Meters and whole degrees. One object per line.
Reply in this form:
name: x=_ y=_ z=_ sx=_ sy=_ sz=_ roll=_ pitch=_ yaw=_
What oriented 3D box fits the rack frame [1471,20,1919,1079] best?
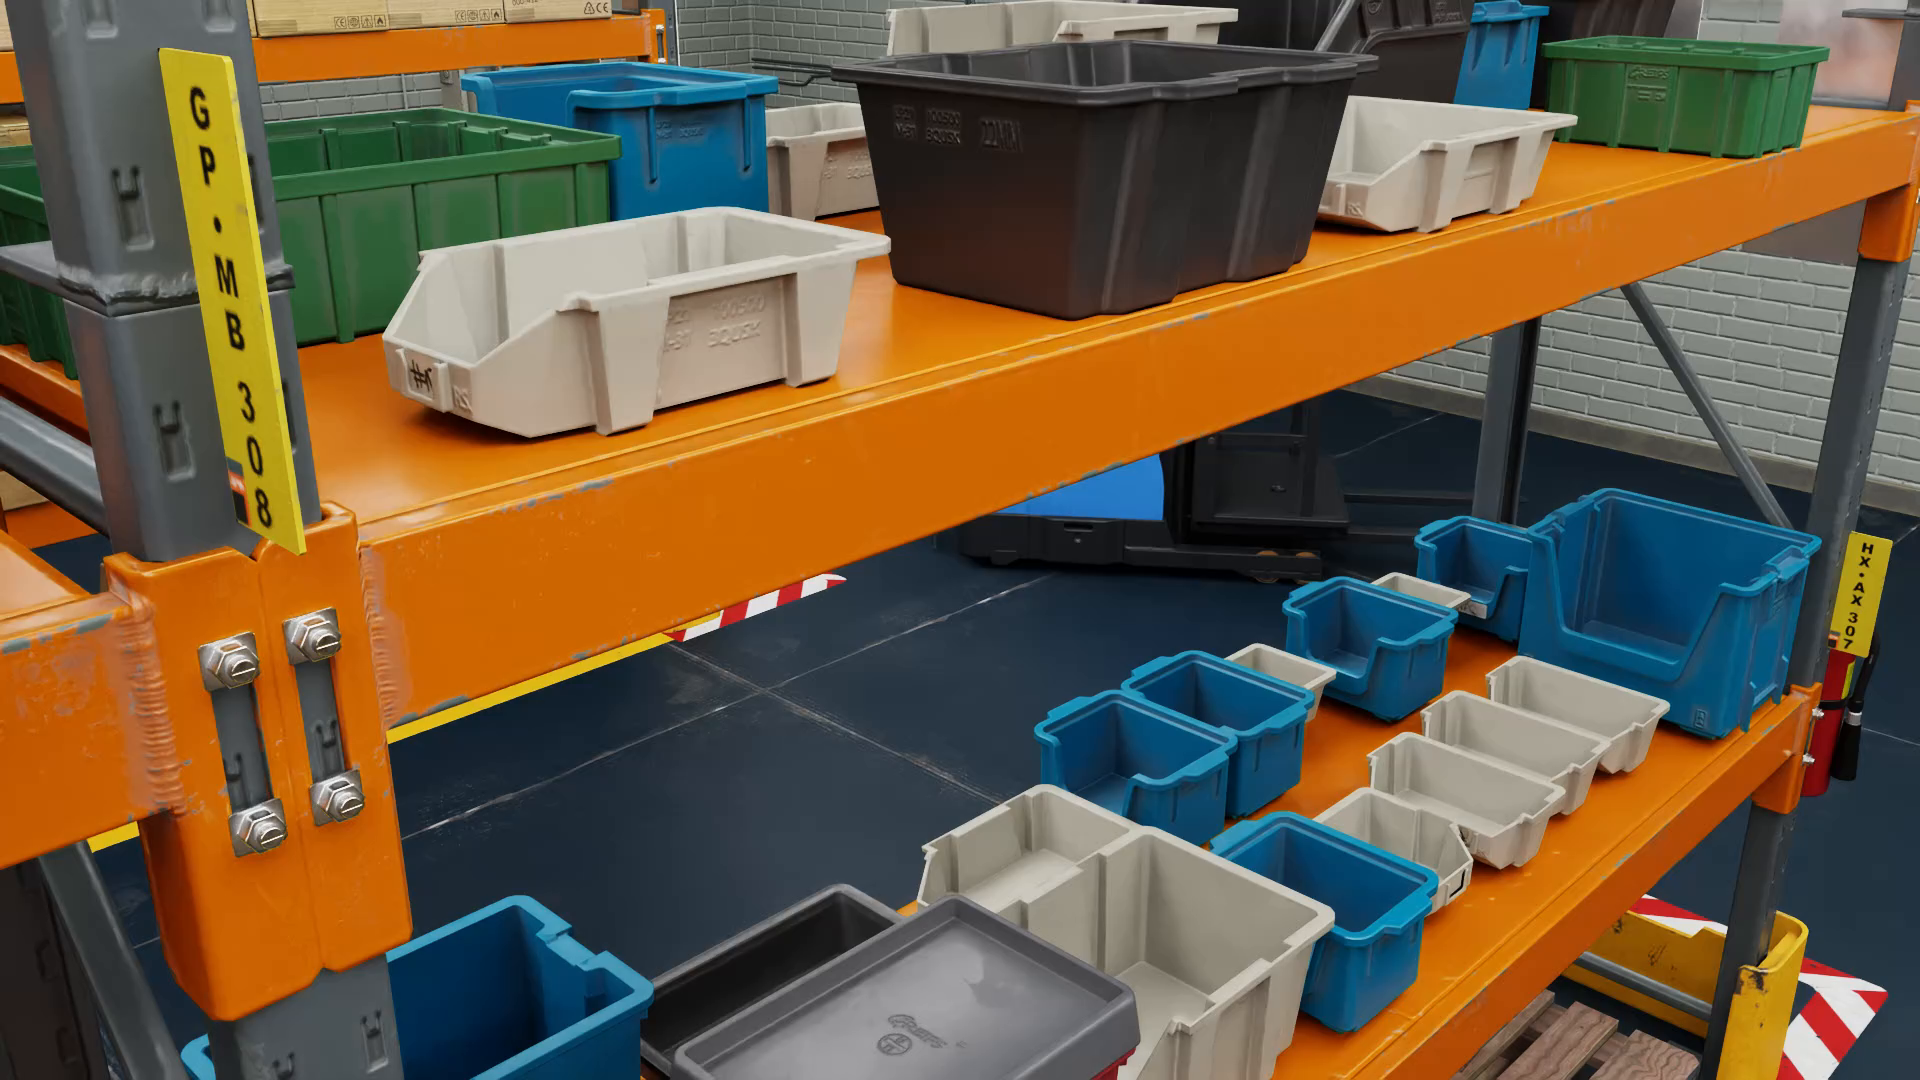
rack frame: x=1.918 y=0.085 z=4.674 sx=1.000 sy=3.000 sz=0.127 roll=19 pitch=28 yaw=41

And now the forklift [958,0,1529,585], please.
forklift: x=1.546 y=-1.340 z=8.474 sx=3.031 sy=2.935 sz=1.130 roll=3 pitch=21 yaw=7

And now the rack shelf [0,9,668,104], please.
rack shelf: x=-3.024 y=-1.706 z=6.155 sx=1.077 sy=0.370 sz=4.000 roll=19 pitch=28 yaw=41

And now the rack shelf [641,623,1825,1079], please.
rack shelf: x=0.523 y=0.934 z=3.465 sx=1.077 sy=0.370 sz=4.000 roll=19 pitch=28 yaw=41

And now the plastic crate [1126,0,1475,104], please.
plastic crate: x=0.655 y=-0.963 z=3.304 sx=0.504 sy=0.338 sz=0.767 roll=19 pitch=28 yaw=41

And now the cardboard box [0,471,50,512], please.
cardboard box: x=-3.513 y=-0.370 z=5.716 sx=0.500 sy=0.500 sz=0.500 roll=-20 pitch=28 yaw=-41

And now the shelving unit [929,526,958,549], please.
shelving unit: x=-0.147 y=-0.563 z=8.867 sx=0.258 sy=1.200 sz=0.189 roll=20 pitch=28 yaw=41

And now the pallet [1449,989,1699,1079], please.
pallet: x=1.315 y=1.588 z=4.648 sx=1.003 sy=0.211 sz=1.213 roll=19 pitch=28 yaw=41

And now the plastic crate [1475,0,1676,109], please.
plastic crate: x=1.450 y=-1.225 z=4.083 sx=0.497 sy=0.269 sz=0.590 roll=19 pitch=28 yaw=41

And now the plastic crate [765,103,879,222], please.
plastic crate: x=-0.258 y=-0.586 z=2.606 sx=0.293 sy=0.136 sz=0.466 roll=19 pitch=28 yaw=41

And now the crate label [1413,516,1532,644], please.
crate label: x=1.510 y=0.116 z=4.742 sx=0.416 sy=0.233 sz=0.303 roll=19 pitch=28 yaw=41

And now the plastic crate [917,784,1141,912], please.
plastic crate: x=0.127 y=0.685 z=3.395 sx=0.293 sy=0.136 sz=0.466 roll=19 pitch=28 yaw=41

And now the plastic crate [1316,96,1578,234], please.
plastic crate: x=0.654 y=-0.599 z=2.639 sx=0.437 sy=0.136 sz=0.530 roll=19 pitch=28 yaw=41

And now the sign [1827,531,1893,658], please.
sign: x=2.323 y=0.142 z=4.297 sx=0.100 sy=0.325 sz=0.005 roll=19 pitch=28 yaw=41

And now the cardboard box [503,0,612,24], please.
cardboard box: x=-1.798 y=-2.288 z=6.875 sx=0.500 sy=0.250 sz=0.500 roll=19 pitch=28 yaw=41

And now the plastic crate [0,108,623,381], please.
plastic crate: x=-0.794 y=-0.373 z=1.978 sx=0.450 sy=0.188 sz=0.662 roll=19 pitch=28 yaw=41

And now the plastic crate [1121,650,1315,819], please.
plastic crate: x=0.591 y=0.454 z=3.862 sx=0.416 sy=0.233 sz=0.300 roll=19 pitch=28 yaw=41

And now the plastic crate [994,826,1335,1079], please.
plastic crate: x=0.325 y=0.794 z=2.910 sx=0.437 sy=0.282 sz=0.530 roll=19 pitch=28 yaw=41

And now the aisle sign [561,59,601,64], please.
aisle sign: x=-1.791 y=-2.461 z=7.672 sx=0.394 sy=0.787 sz=0.004 roll=19 pitch=28 yaw=41

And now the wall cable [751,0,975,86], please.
wall cable: x=-0.979 y=-5.110 z=14.155 sx=3.097 sy=2.526 sz=0.112 roll=19 pitch=28 yaw=41

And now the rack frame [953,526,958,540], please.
rack frame: x=-0.082 y=-0.586 z=8.928 sx=0.240 sy=1.200 sz=0.006 roll=20 pitch=28 yaw=41

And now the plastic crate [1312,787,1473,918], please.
plastic crate: x=0.896 y=0.664 z=3.450 sx=0.298 sy=0.136 sz=0.250 roll=19 pitch=28 yaw=41

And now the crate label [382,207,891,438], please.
crate label: x=-0.324 y=-0.218 z=1.647 sx=0.293 sy=0.136 sz=0.466 roll=19 pitch=28 yaw=41

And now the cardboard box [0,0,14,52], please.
cardboard box: x=-3.201 y=-1.777 z=5.544 sx=0.500 sy=0.250 sz=0.500 roll=19 pitch=28 yaw=41

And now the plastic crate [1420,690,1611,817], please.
plastic crate: x=1.266 y=0.505 z=3.862 sx=0.396 sy=0.136 sz=0.243 roll=19 pitch=28 yaw=41

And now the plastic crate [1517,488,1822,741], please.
plastic crate: x=1.818 y=0.173 z=4.311 sx=0.616 sy=0.435 sz=0.499 roll=19 pitch=28 yaw=41

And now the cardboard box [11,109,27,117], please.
cardboard box: x=-5.529 y=-2.401 z=10.723 sx=0.700 sy=0.700 sz=0.980 roll=-19 pitch=28 yaw=-40

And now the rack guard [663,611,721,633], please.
rack guard: x=-1.682 y=0.030 z=8.299 sx=1.175 sy=0.500 sz=0.348 roll=19 pitch=28 yaw=41

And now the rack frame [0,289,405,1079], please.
rack frame: x=-0.873 y=1.113 z=1.998 sx=1.000 sy=3.000 sz=0.127 roll=19 pitch=28 yaw=41

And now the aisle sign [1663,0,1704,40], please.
aisle sign: x=1.755 y=-1.222 z=4.449 sx=0.394 sy=0.787 sz=0.004 roll=19 pitch=28 yaw=41

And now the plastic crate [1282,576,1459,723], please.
plastic crate: x=1.051 y=0.285 z=4.302 sx=0.416 sy=0.233 sz=0.300 roll=19 pitch=28 yaw=41

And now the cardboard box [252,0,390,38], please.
cardboard box: x=-2.494 y=-2.031 z=6.205 sx=0.500 sy=0.250 sz=0.500 roll=19 pitch=28 yaw=41

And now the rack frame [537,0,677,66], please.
rack frame: x=-1.629 y=-1.156 z=7.902 sx=1.000 sy=3.000 sz=0.127 roll=19 pitch=28 yaw=41
